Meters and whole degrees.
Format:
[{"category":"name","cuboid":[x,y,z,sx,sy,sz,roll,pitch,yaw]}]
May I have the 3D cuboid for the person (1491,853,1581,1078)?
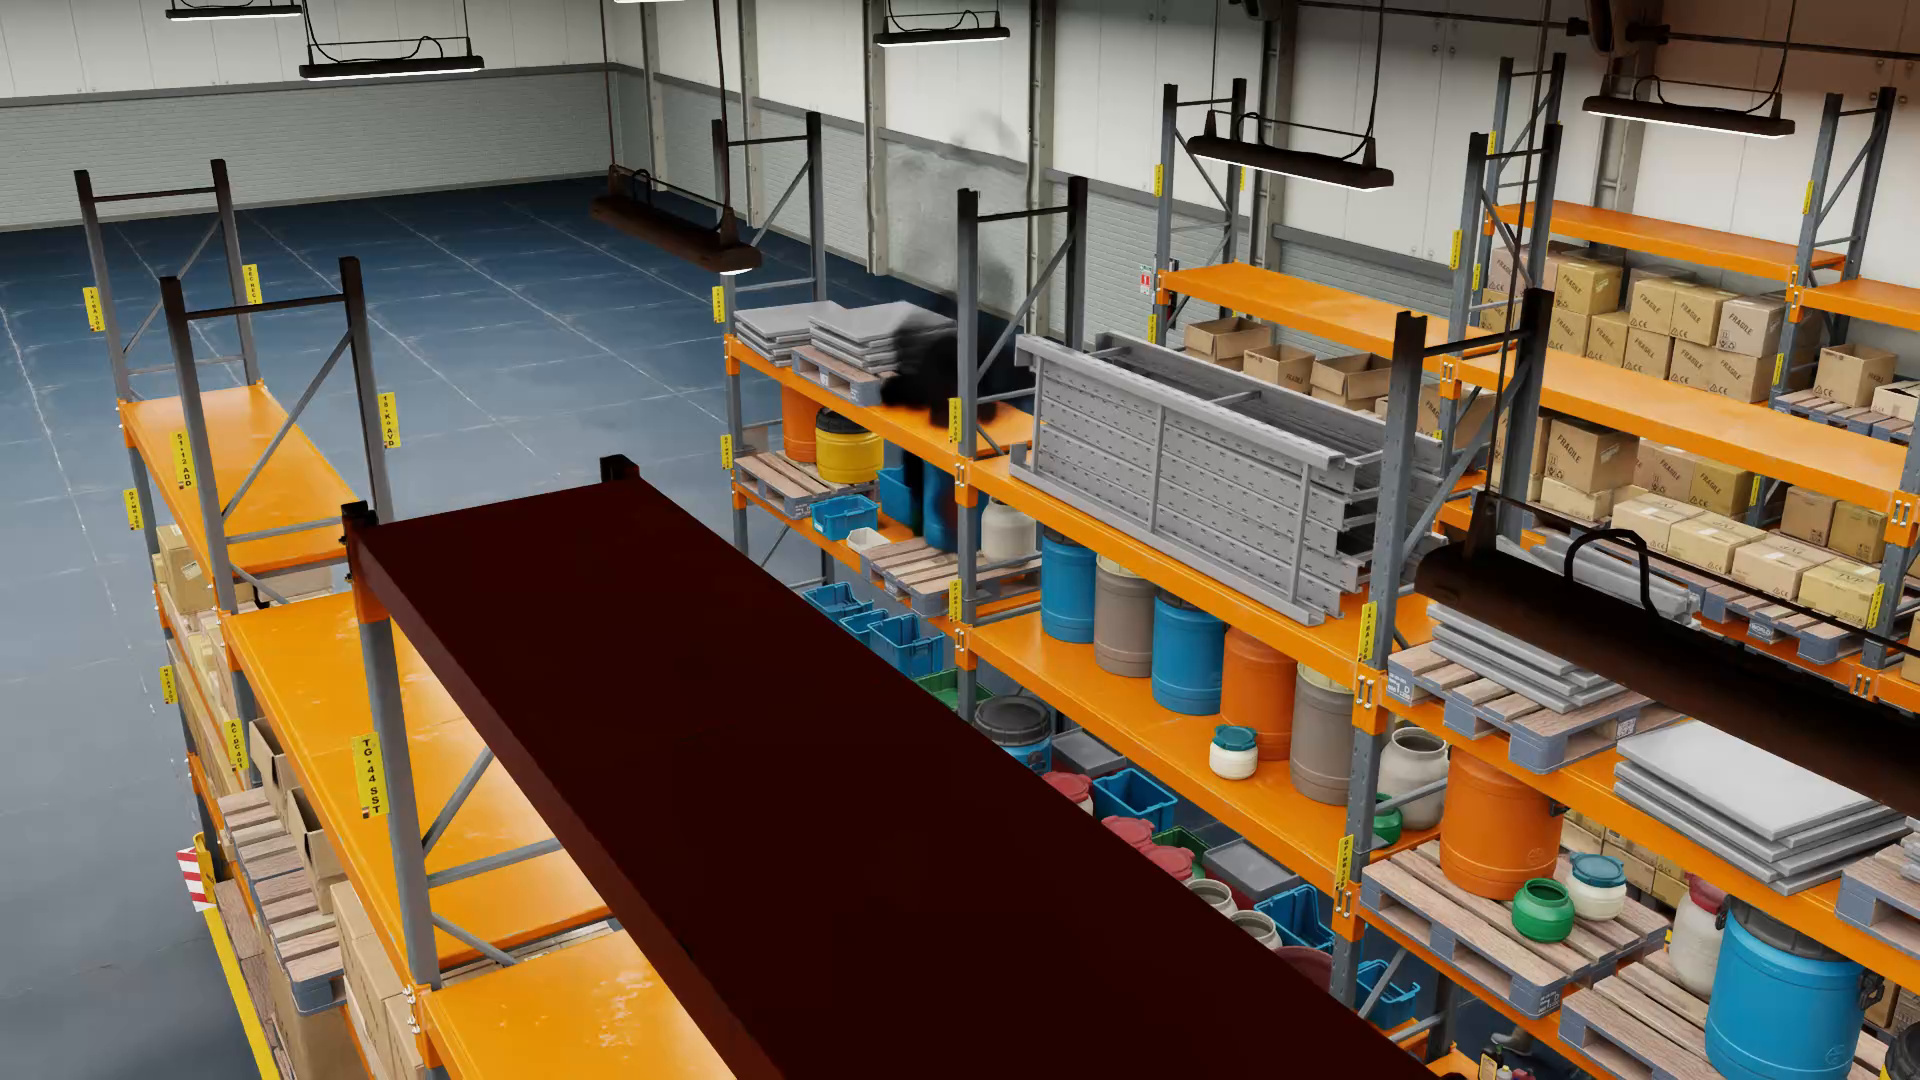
[{"category":"person","cuboid":[4.220,2.995,11.692,0.669,1.716,0.818,-14,26,-30]}]
